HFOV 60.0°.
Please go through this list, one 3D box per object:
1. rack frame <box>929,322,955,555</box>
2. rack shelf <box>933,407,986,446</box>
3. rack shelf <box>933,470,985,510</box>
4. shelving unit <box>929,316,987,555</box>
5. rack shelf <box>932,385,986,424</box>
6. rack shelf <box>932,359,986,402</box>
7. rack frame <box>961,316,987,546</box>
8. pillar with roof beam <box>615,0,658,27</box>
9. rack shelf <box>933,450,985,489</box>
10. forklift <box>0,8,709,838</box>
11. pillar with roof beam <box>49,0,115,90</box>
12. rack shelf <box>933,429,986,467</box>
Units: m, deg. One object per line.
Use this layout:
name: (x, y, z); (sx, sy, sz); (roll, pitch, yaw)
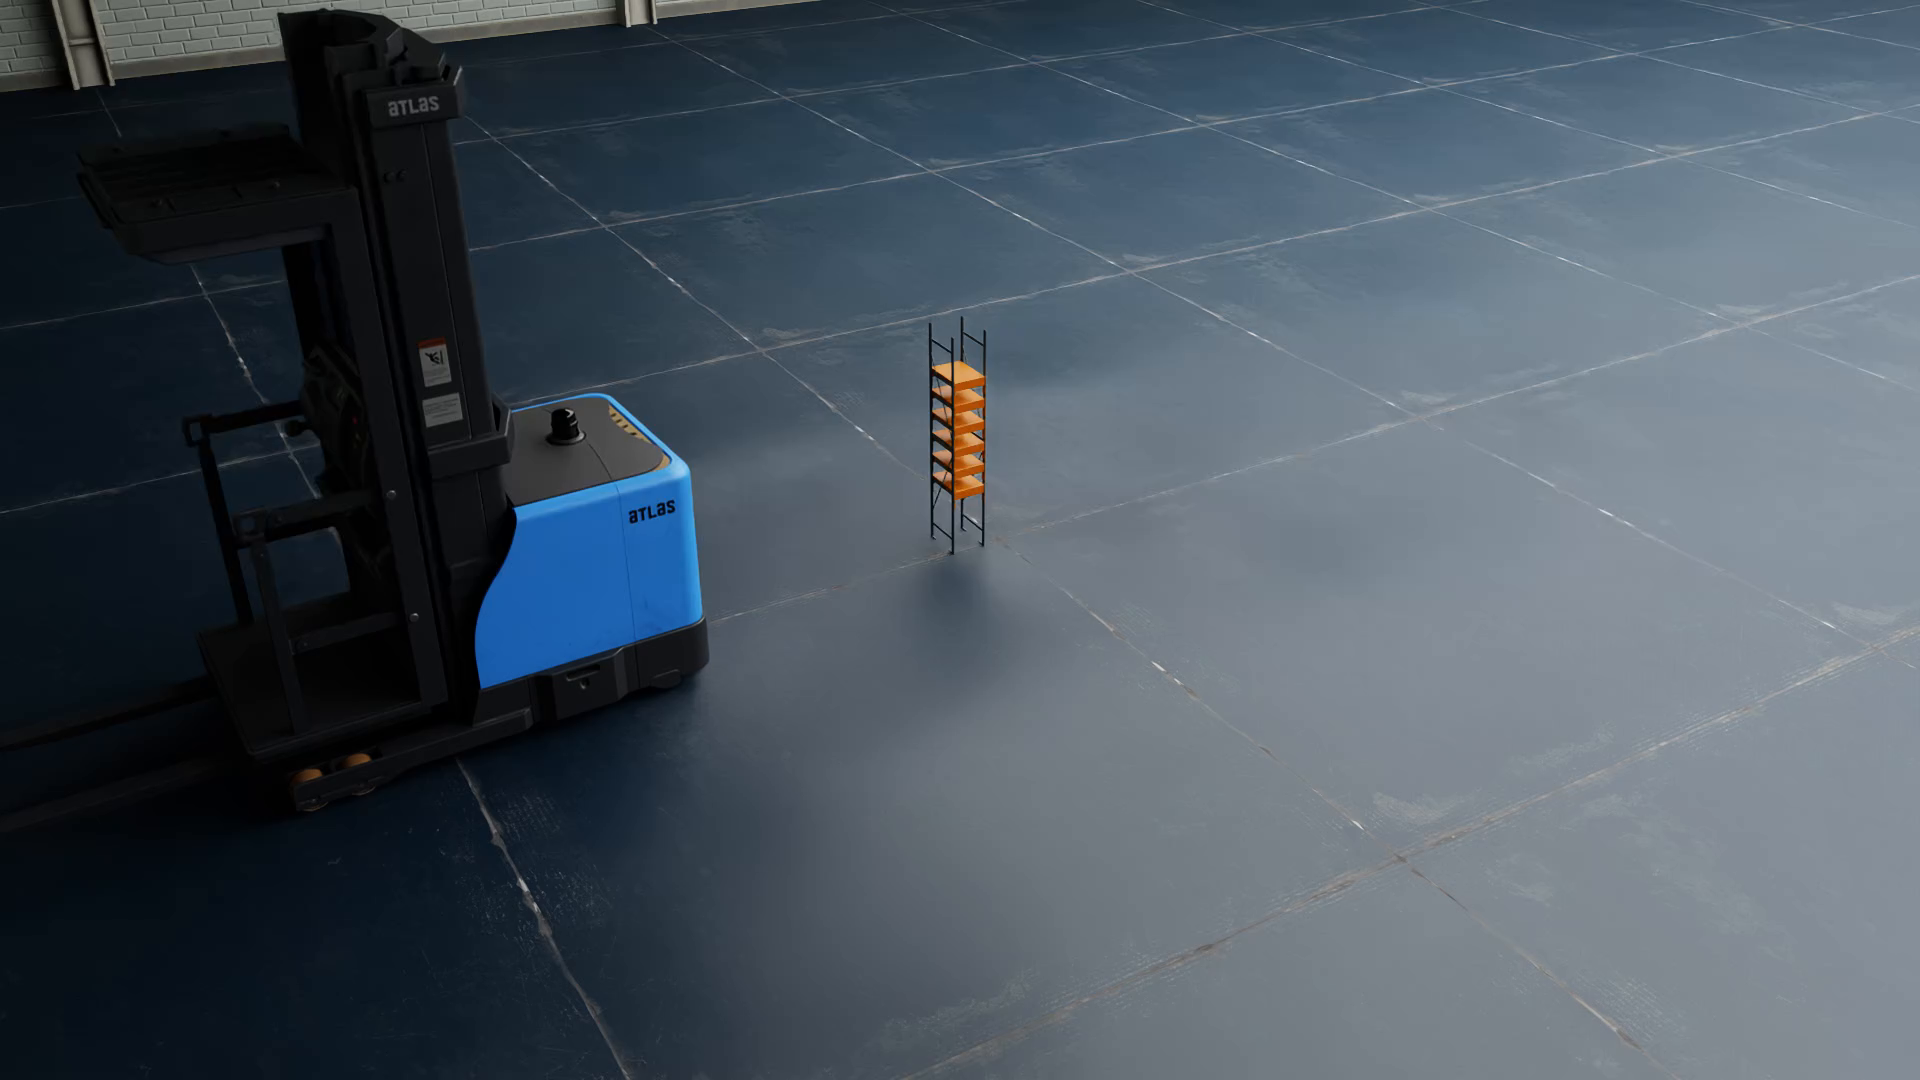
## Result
rack frame: (-0.091, -0.499, 8.413); (0.006, 1.200, 0.240); (-16, 33, -26)
rack shelf: (-0.012, -0.588, 8.417); (0.180, 0.103, 0.258); (-16, 33, -26)
rack shelf: (-0.012, -0.273, 8.591); (0.180, 0.103, 0.258); (-16, 33, -26)
shelving unit: (-0.012, -0.522, 8.454); (0.189, 1.200, 0.258); (-16, 33, -26)
rack shelf: (-0.012, -0.693, 8.359); (0.180, 0.103, 0.258); (-16, 33, -26)
rack shelf: (-0.012, -0.798, 8.301); (0.180, 0.103, 0.258); (-16, 33, -26)
rack frame: (0.066, -0.544, 8.494); (0.006, 1.200, 0.240); (-16, 33, -26)
pillar with roof beam: (-1.706, -8.376, 14.614); (0.400, 9.000, 9.100); (-16, 33, -26)
rack shelf: (-0.012, -0.378, 8.533); (0.180, 0.103, 0.258); (-16, 33, -26)
forklift: (-2.665, -0.474, 6.576); (3.031, 2.935, 1.130); (-17, 33, -28)
pillar with roof beam: (-6.879, -6.907, 11.952); (0.400, 9.000, 9.100); (-16, 33, -26)
rack shelf: (-0.012, -0.483, 8.475); (0.180, 0.103, 0.258); (-16, 33, -26)
